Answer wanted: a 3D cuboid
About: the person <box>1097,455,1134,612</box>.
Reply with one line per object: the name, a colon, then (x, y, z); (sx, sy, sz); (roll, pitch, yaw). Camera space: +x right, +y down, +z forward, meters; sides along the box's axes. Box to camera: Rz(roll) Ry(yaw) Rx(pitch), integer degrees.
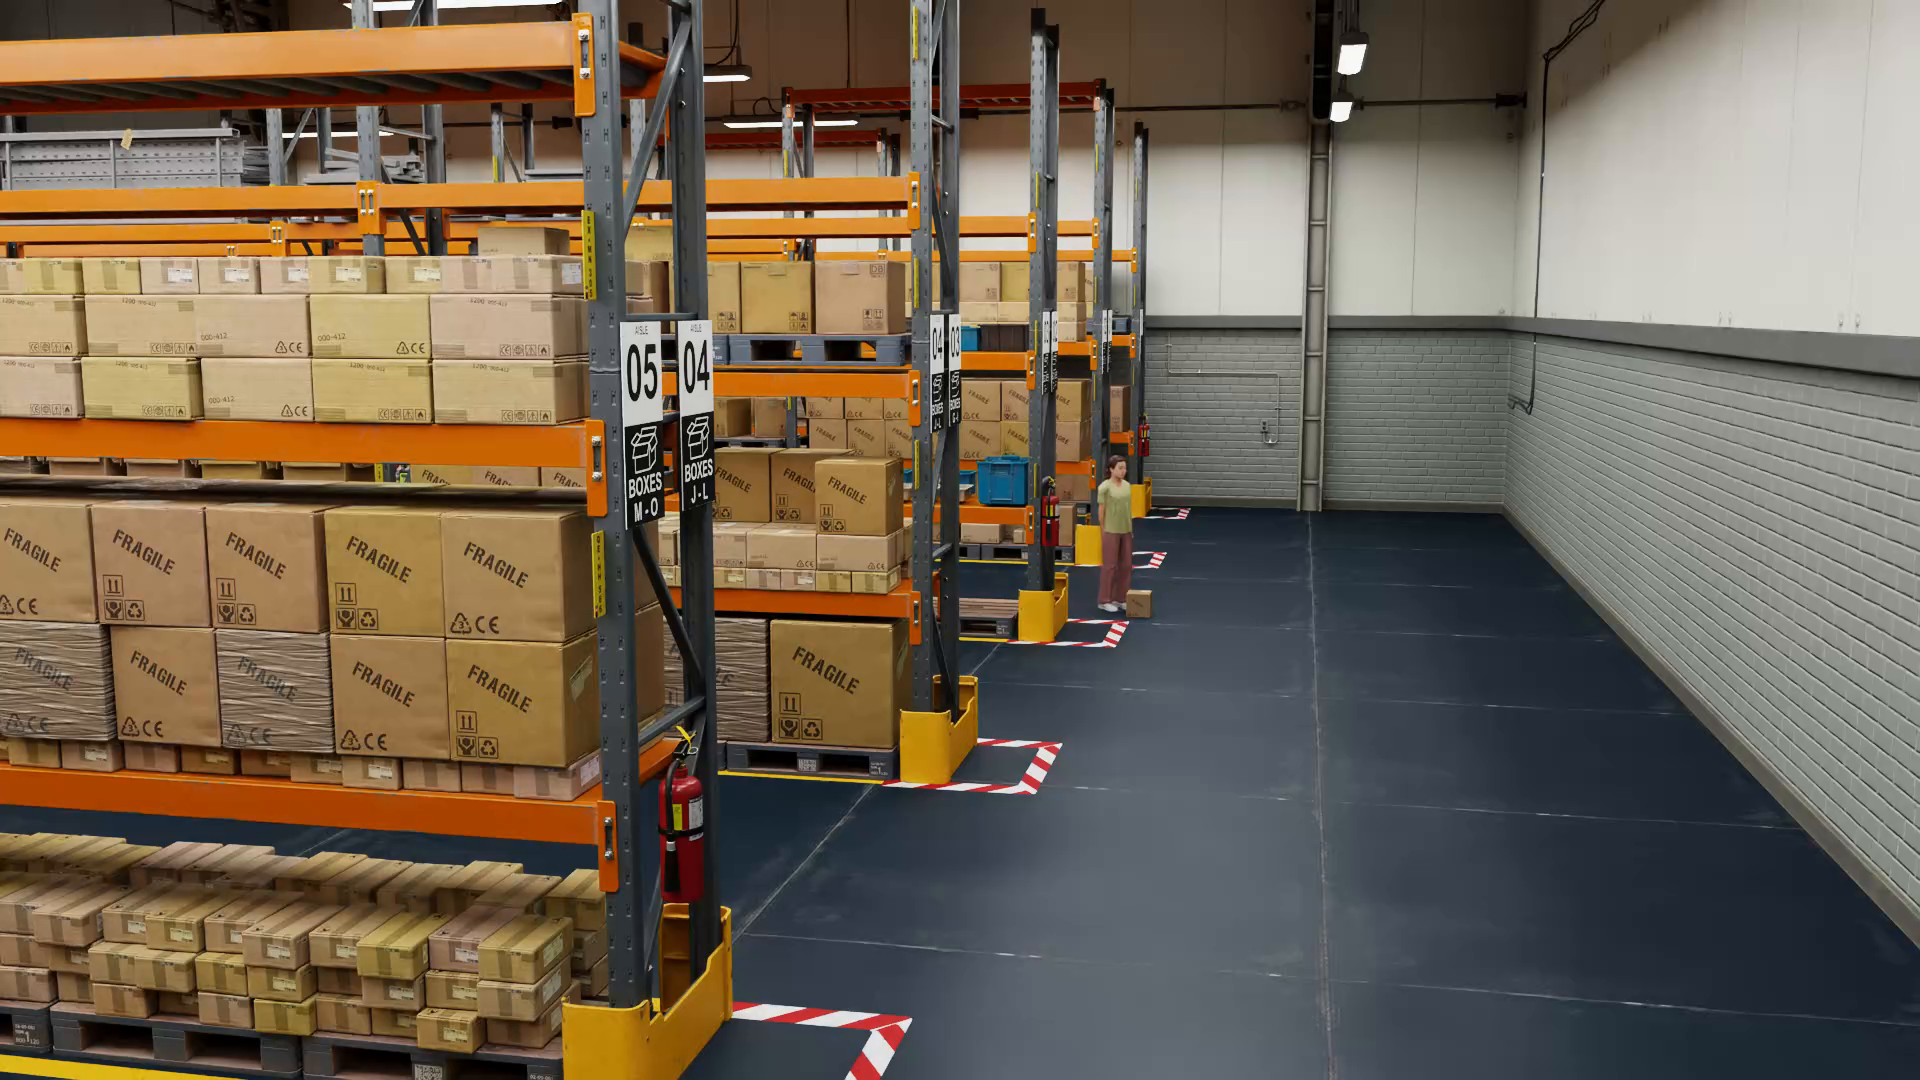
person: (1.683, -0.076, 17.894); (0.442, 1.674, 0.361); (-5, 9, -32)
